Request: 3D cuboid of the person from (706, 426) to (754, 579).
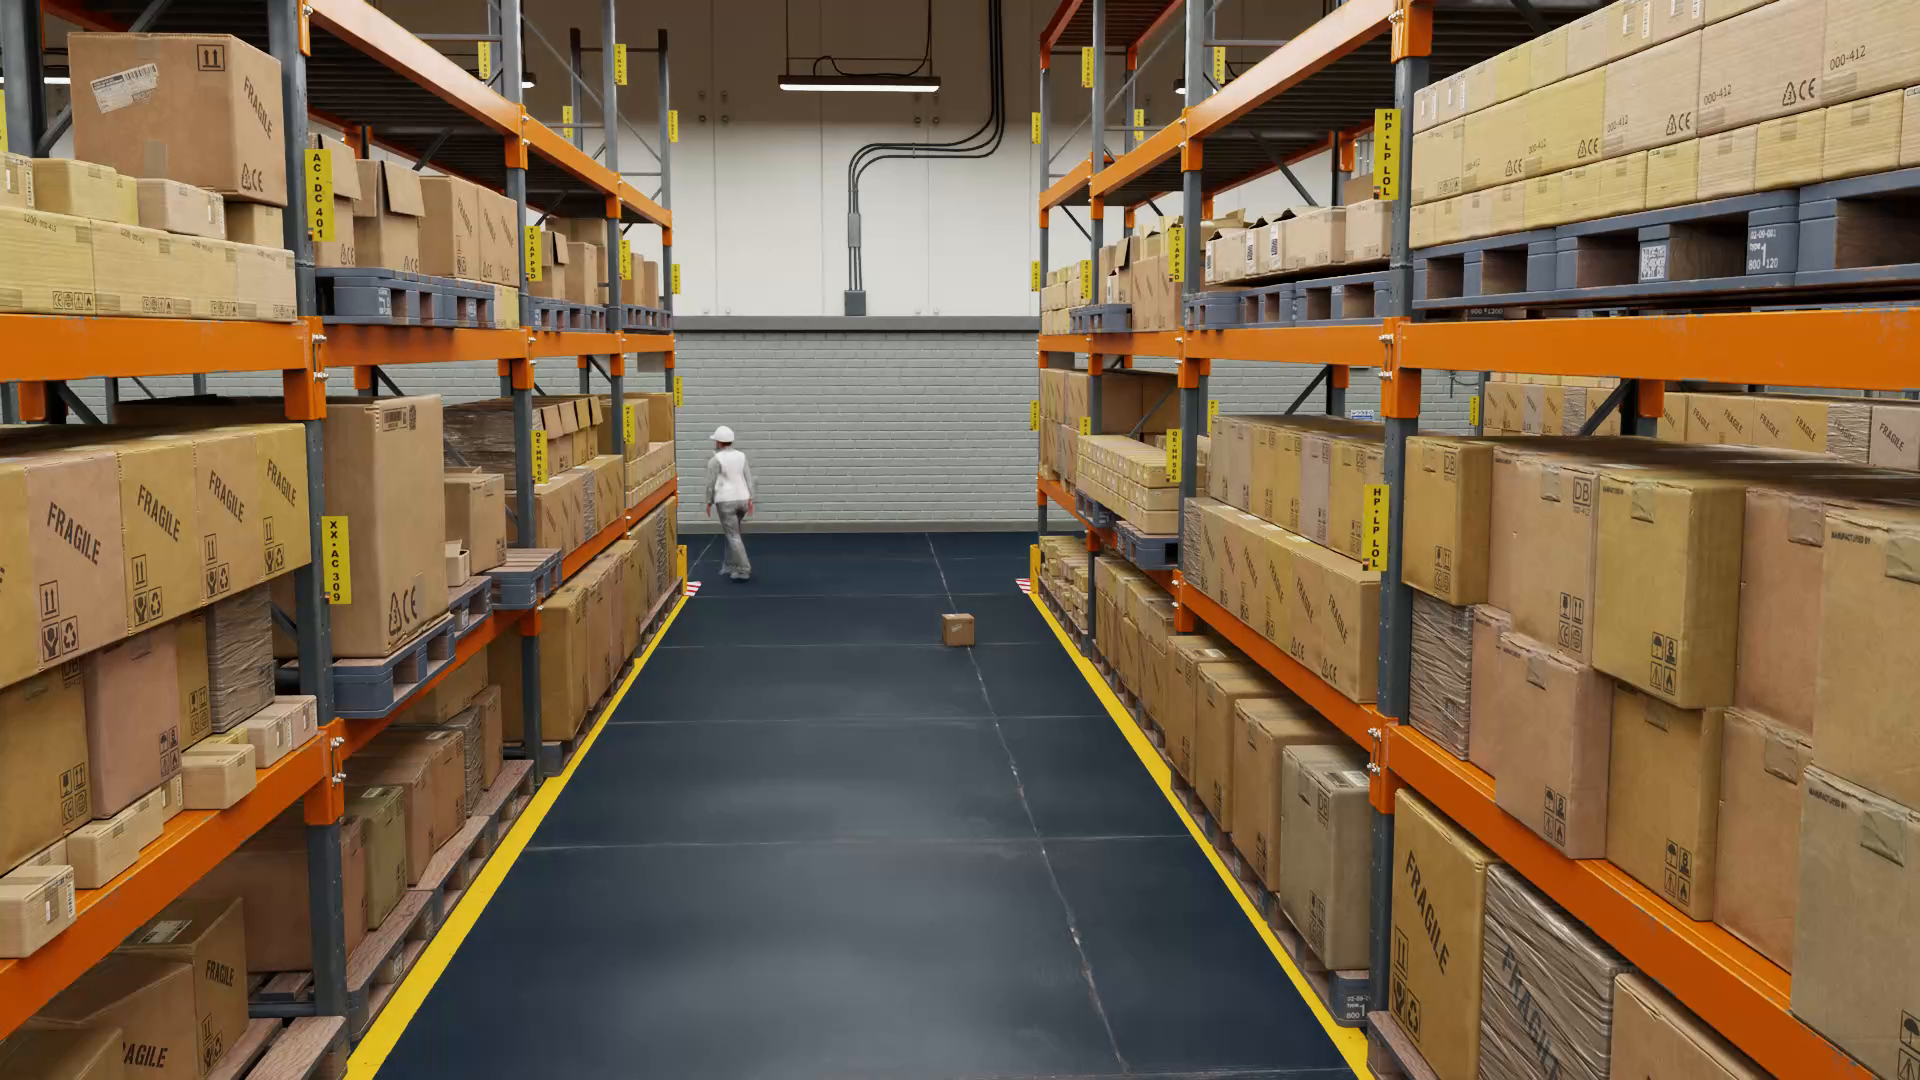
[{"bbox_3d":[-2.681,-0.411,19.180,0.788,1.800,0.546,6,9,40],"label":"person"}]
